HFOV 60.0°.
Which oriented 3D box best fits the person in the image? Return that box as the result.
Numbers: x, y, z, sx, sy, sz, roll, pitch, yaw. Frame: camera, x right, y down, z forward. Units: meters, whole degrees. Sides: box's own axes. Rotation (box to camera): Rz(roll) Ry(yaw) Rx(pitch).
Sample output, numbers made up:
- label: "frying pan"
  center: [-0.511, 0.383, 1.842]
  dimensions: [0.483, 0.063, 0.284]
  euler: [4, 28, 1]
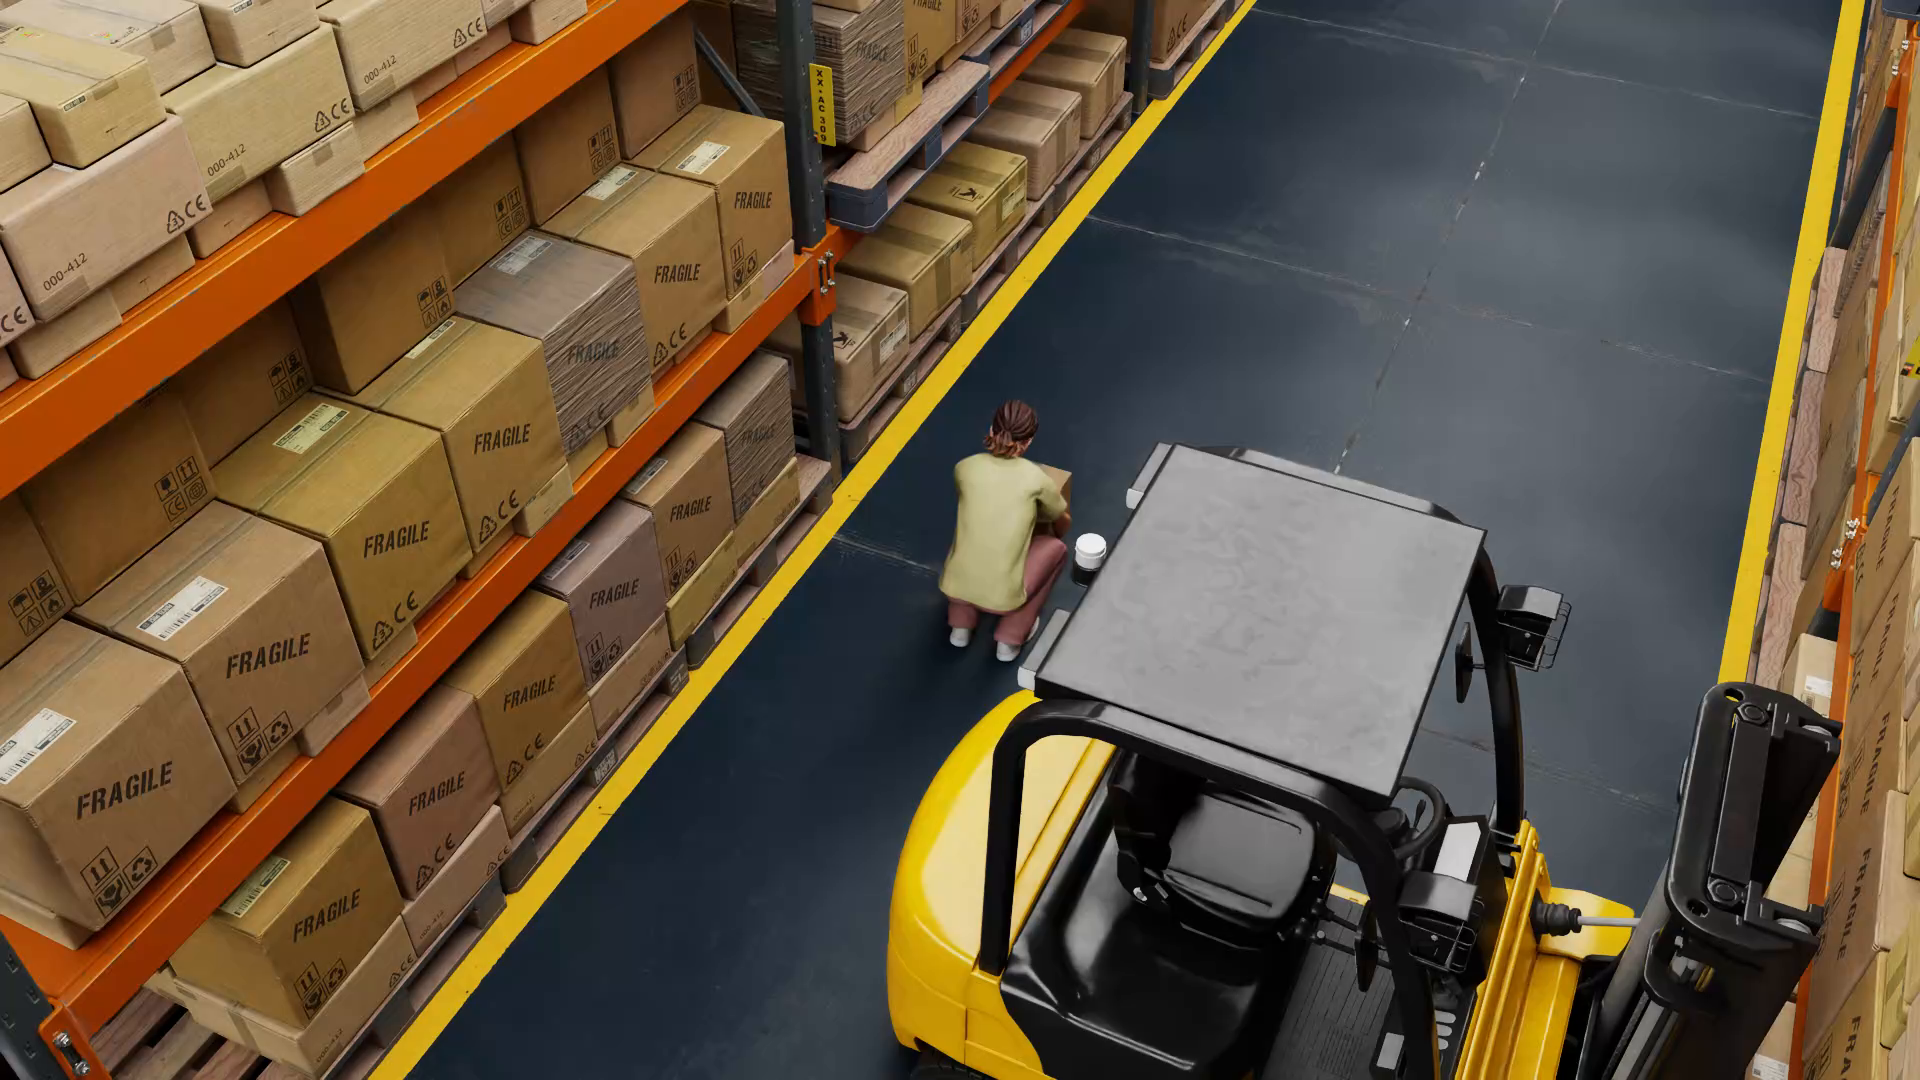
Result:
- label: "person"
  center: [0.177, -0.050, 6.779]
  dimensions: [0.488, 0.928, 0.810]
  euler: [16, 44, 17]
